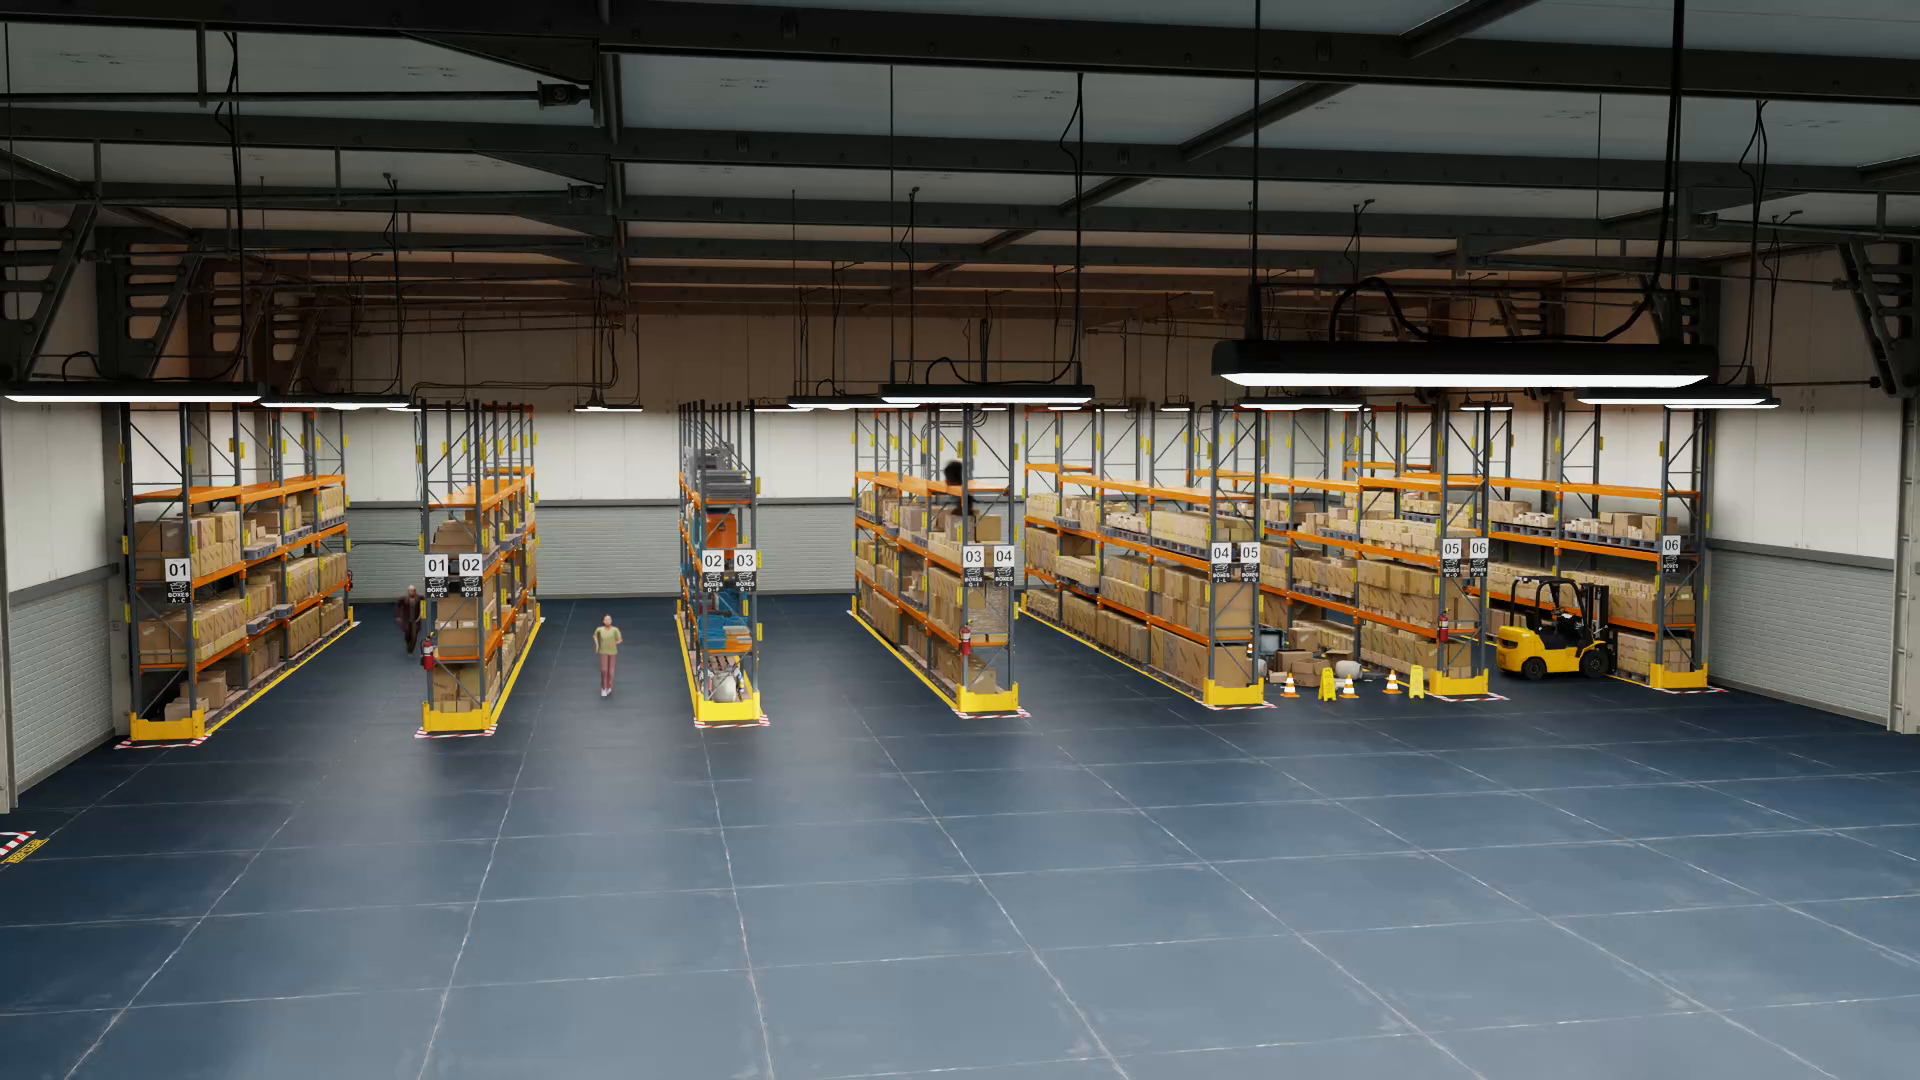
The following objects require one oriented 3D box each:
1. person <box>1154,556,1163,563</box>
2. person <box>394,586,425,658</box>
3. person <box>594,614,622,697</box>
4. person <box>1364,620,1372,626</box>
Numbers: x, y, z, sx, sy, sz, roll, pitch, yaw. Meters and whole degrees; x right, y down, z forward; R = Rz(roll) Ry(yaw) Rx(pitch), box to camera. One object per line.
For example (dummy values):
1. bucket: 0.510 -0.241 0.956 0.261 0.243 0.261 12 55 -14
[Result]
1. person: 6.156 0.957 52.607 0.566 1.606 0.686 -4 6 -39
2. person: -12.972 1.912 39.277 0.718 1.712 0.706 -2 5 -27
3. person: -7.150 2.337 33.800 0.565 1.678 0.672 -1 4 -12
4. person: 11.244 1.575 44.882 0.533 1.535 0.905 -3 5 -31
